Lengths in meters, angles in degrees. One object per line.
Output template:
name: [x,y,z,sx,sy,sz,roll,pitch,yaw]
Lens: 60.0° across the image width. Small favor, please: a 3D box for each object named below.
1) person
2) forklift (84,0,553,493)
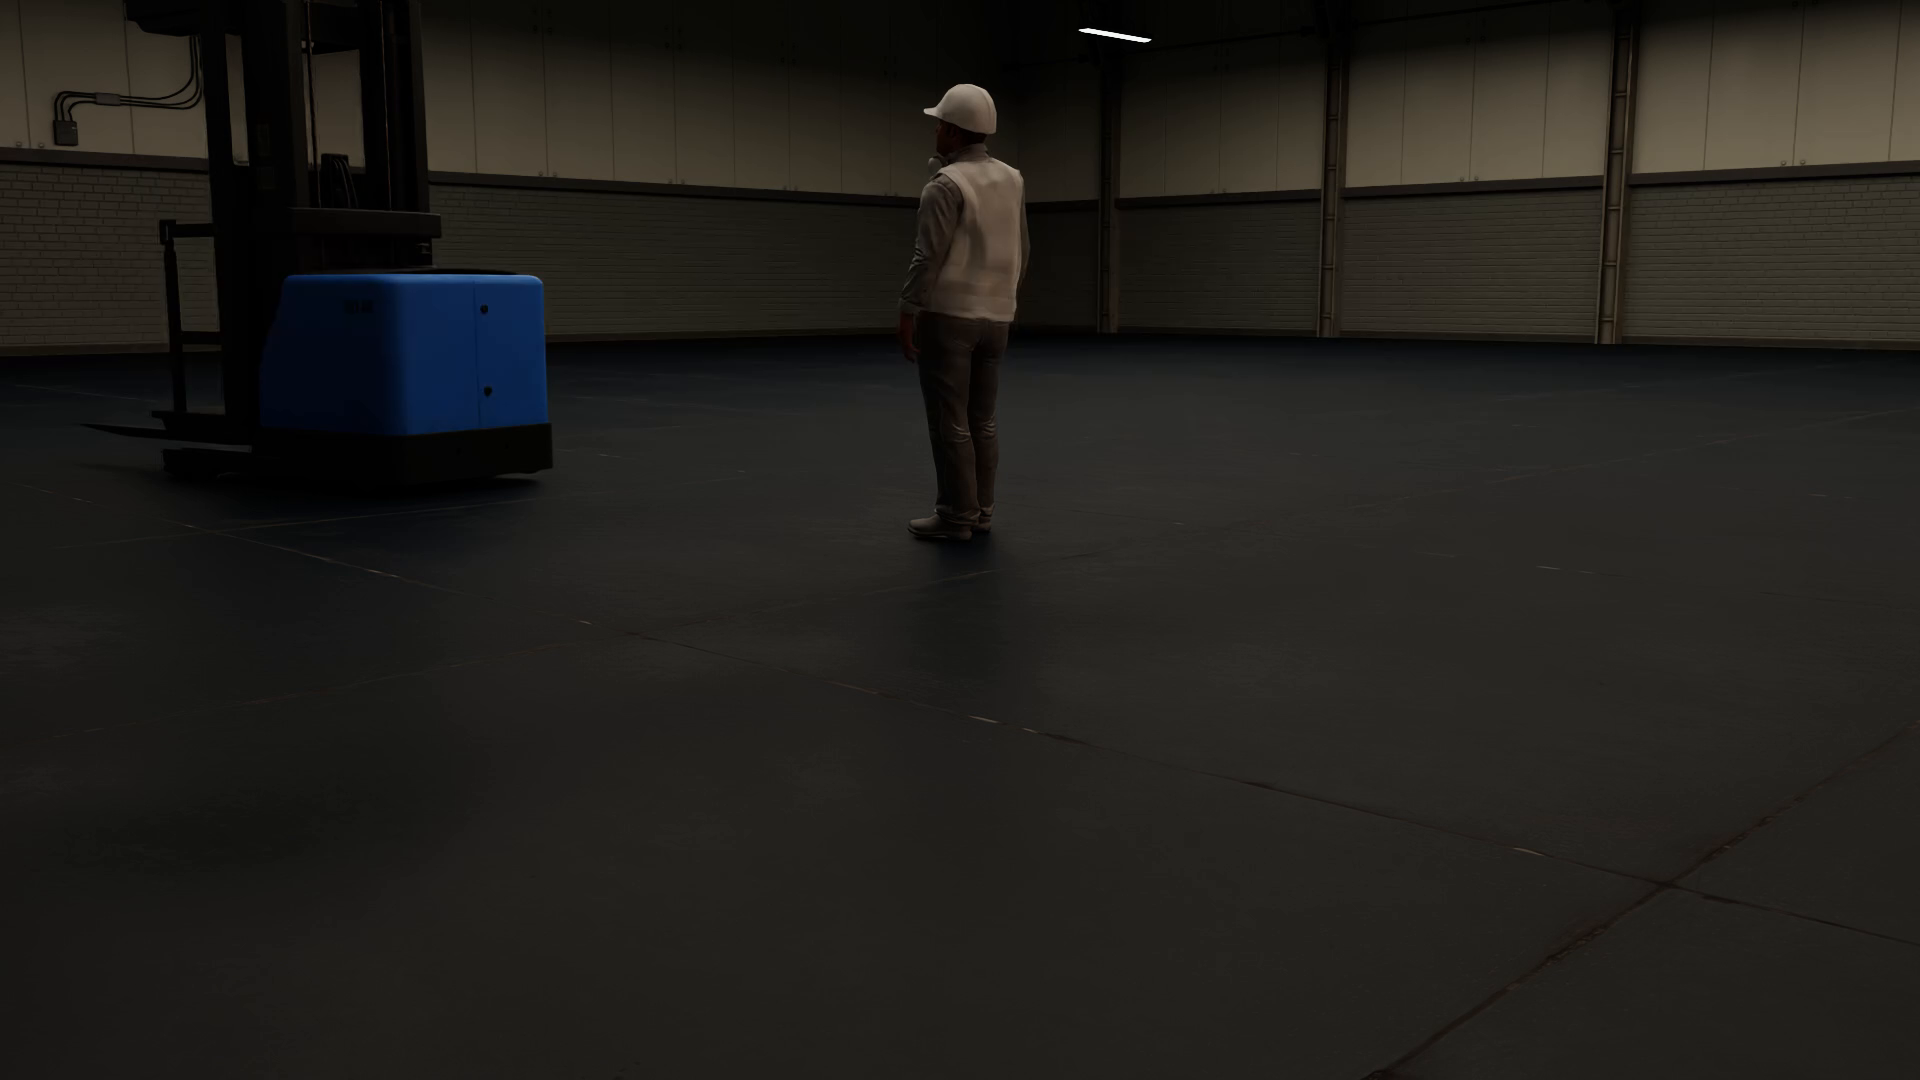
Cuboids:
person: [-0.039,-0.892,6.632,0.568,1.773,0.632,8,12,43]
forklift: [-3.657,-1.819,8.957,3.031,2.935,1.130,6,10,33]
